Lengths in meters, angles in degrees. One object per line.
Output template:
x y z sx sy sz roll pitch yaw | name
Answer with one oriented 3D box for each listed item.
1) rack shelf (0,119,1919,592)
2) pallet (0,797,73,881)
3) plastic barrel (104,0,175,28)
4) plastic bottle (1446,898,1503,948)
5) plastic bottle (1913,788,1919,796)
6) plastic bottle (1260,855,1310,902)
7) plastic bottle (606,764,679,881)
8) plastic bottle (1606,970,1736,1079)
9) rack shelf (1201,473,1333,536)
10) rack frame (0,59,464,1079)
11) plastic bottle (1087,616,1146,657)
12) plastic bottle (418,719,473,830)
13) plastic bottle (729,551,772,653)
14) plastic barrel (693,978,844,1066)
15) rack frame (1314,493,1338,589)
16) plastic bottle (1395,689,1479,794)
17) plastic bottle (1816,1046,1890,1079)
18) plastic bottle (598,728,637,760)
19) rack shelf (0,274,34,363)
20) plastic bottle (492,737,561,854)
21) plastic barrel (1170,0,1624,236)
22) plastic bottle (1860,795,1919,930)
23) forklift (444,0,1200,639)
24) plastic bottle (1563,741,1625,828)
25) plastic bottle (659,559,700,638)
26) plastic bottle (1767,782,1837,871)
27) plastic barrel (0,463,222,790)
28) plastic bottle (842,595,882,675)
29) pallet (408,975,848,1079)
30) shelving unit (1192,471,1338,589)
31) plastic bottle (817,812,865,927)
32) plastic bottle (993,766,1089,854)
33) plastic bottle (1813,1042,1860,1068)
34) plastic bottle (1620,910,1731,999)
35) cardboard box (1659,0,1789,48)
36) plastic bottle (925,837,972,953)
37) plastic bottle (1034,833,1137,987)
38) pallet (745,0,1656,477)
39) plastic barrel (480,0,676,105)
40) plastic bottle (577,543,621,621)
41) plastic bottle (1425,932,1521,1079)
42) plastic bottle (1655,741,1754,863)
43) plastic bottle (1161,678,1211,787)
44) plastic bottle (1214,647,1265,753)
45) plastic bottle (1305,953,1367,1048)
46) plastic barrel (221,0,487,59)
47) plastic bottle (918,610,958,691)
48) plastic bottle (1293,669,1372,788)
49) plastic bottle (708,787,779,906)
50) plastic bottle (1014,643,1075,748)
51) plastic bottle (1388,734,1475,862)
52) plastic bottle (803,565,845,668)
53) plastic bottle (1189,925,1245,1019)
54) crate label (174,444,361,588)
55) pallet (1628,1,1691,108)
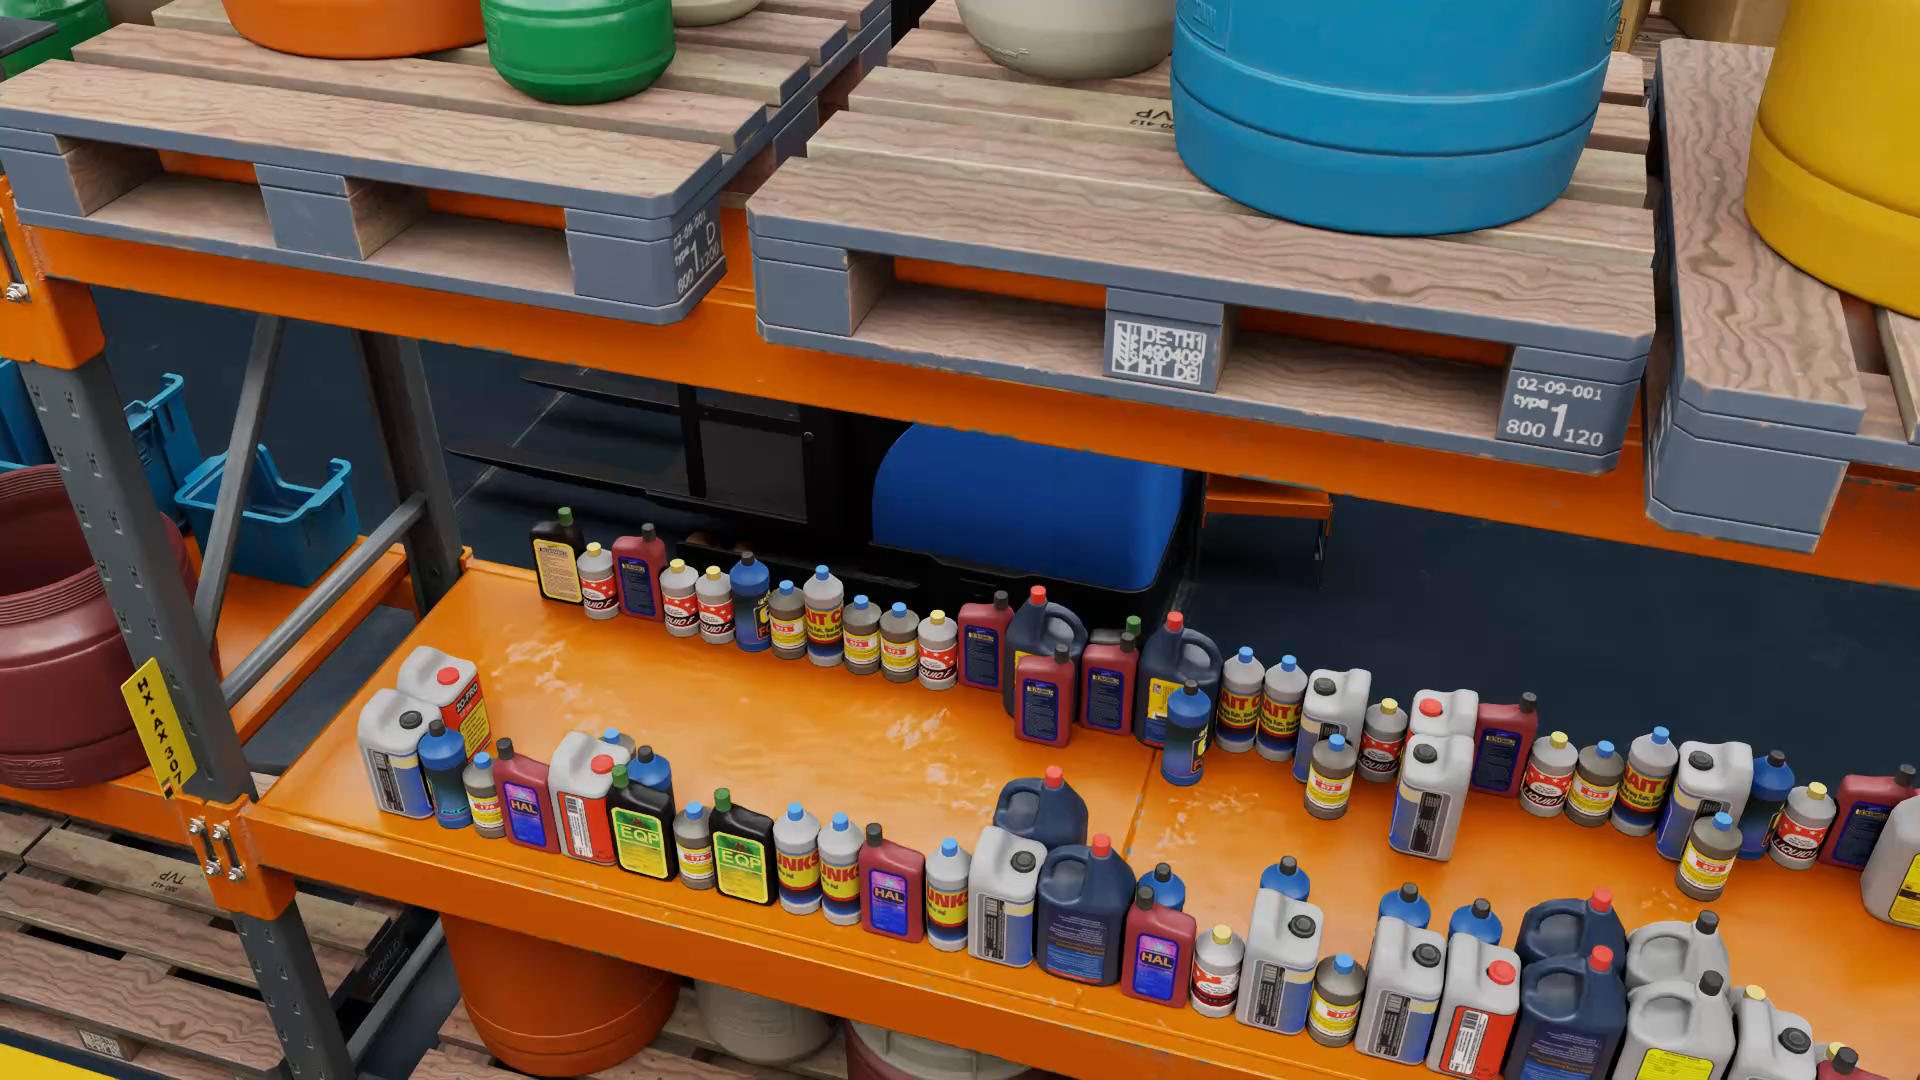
0.367 -0.408 2.850 4.000 0.370 1.077 10 38 14 | rack shelf
-3.431 0.904 5.344 1.213 0.211 1.003 10 38 14 | pallet
-1.747 -1.325 3.394 0.421 0.512 0.421 0 36 0 | plastic barrel
0.993 0.801 3.240 0.097 0.271 0.097 0 36 0 | plastic bottle
2.053 0.604 3.497 0.133 0.283 0.061 10 38 14 | plastic bottle
0.643 0.736 3.328 0.097 0.271 0.097 0 36 0 | plastic bottle
-0.670 0.594 3.510 0.133 0.283 0.061 10 38 14 | plastic bottle
1.301 0.906 3.030 0.185 0.351 0.144 10 38 14 | plastic bottle
1.175 -0.162 6.406 0.480 0.148 0.258 3 36 5 | rack shelf
-1.542 0.157 4.007 0.127 3.000 1.000 10 38 14 | rack frame
0.366 0.292 3.921 0.133 0.283 0.061 10 38 14 | plastic bottle
-1.123 0.504 3.643 0.097 0.271 0.097 0 36 0 | plastic bottle
-0.518 0.145 4.132 0.097 0.271 0.097 0 36 0 | plastic bottle
-0.505 1.116 4.448 0.421 0.512 0.421 0 36 0 | plastic barrel
1.418 -0.361 6.229 0.015 1.200 0.240 3 36 5 | rack frame
1.064 0.453 3.709 0.135 0.276 0.152 10 38 14 | plastic bottle
1.569 1.009 2.947 0.133 0.283 0.061 10 38 14 | plastic bottle
-0.765 0.504 3.702 0.097 0.201 0.097 0 36 0 | plastic bottle
-3.451 -1.115 3.811 4.000 0.370 1.077 10 38 14 | rack shelf
-0.925 0.547 3.575 0.133 0.283 0.061 10 38 14 | plastic bottle
0.601 -0.931 2.176 0.708 0.901 0.600 10 38 14 | plastic barrel
1.998 0.631 3.404 0.185 0.351 0.144 10 38 14 | plastic bottle
-0.600 -1.295 6.037 3.031 2.935 1.130 11 38 14 | forklift
1.403 0.528 3.669 0.097 0.201 0.097 0 36 0 | plastic bottle
-0.704 0.138 4.199 0.097 0.201 0.097 0 36 0 | plastic bottle
1.810 0.604 3.567 0.097 0.201 0.097 0 36 0 | plastic bottle
-2.076 0.191 3.845 0.708 0.536 0.600 10 38 14 | plastic barrel
-0.239 0.224 4.082 0.097 0.201 0.097 0 36 0 | plastic bottle
-0.777 1.395 4.676 1.213 0.211 1.003 10 38 14 | pallet
1.175 -0.376 6.249 0.503 1.200 0.258 3 36 5 | shelving unit
-0.241 0.667 3.422 0.097 0.271 0.097 0 36 0 | plastic bottle
0.166 0.602 3.444 0.185 0.351 0.144 10 38 14 | plastic bottle
1.575 0.994 3.037 0.097 0.201 0.097 0 36 0 | plastic bottle
1.344 0.825 3.141 0.185 0.351 0.144 10 38 14 | plastic bottle
3.371 -2.358 6.985 0.500 0.500 0.700 -1 36 -2 | cardboard box
-0.021 0.708 3.366 0.097 0.271 0.097 0 36 0 | plastic bottle
0.249 0.712 3.294 0.185 0.351 0.144 10 38 14 | plastic bottle
0.415 -0.550 2.596 1.213 0.211 1.003 10 38 14 | pallet
-0.599 -0.841 2.608 0.294 0.245 0.294 0 36 0 | plastic barrel
-0.924 0.098 4.255 0.097 0.201 0.097 0 36 0 | plastic bottle
0.973 0.873 3.138 0.135 0.276 0.152 10 38 14 | plastic bottle
1.598 0.552 3.575 0.135 0.276 0.152 10 38 14 | plastic bottle
0.511 0.425 3.751 0.097 0.271 0.097 0 36 0 | plastic bottle
0.647 0.360 3.839 0.097 0.271 0.097 0 36 0 | plastic bottle
0.726 0.874 3.199 0.097 0.201 0.097 0 36 0 | plastic bottle
-1.001 -1.291 2.727 0.708 0.830 0.600 10 38 14 | plastic barrel
-0.054 0.259 4.036 0.097 0.201 0.097 0 36 0 | plastic bottle
0.842 0.412 3.765 0.135 0.276 0.152 10 38 14 | plastic bottle
-0.449 0.635 3.455 0.133 0.283 0.061 10 38 14 | plastic bottle
0.195 0.350 3.842 0.133 0.283 0.061 10 38 14 | plastic bottle
1.018 0.539 3.592 0.135 0.276 0.152 10 38 14 | plastic bottle
-0.332 0.179 4.085 0.097 0.271 0.097 0 36 0 | plastic bottle
0.504 0.833 3.255 0.097 0.201 0.097 0 36 0 | plastic bottle
-1.833 -0.062 4.446 0.416 0.233 0.303 10 38 14 | crate label
3.026 -2.064 7.186 1.213 0.211 1.003 10 38 14 | pallet
